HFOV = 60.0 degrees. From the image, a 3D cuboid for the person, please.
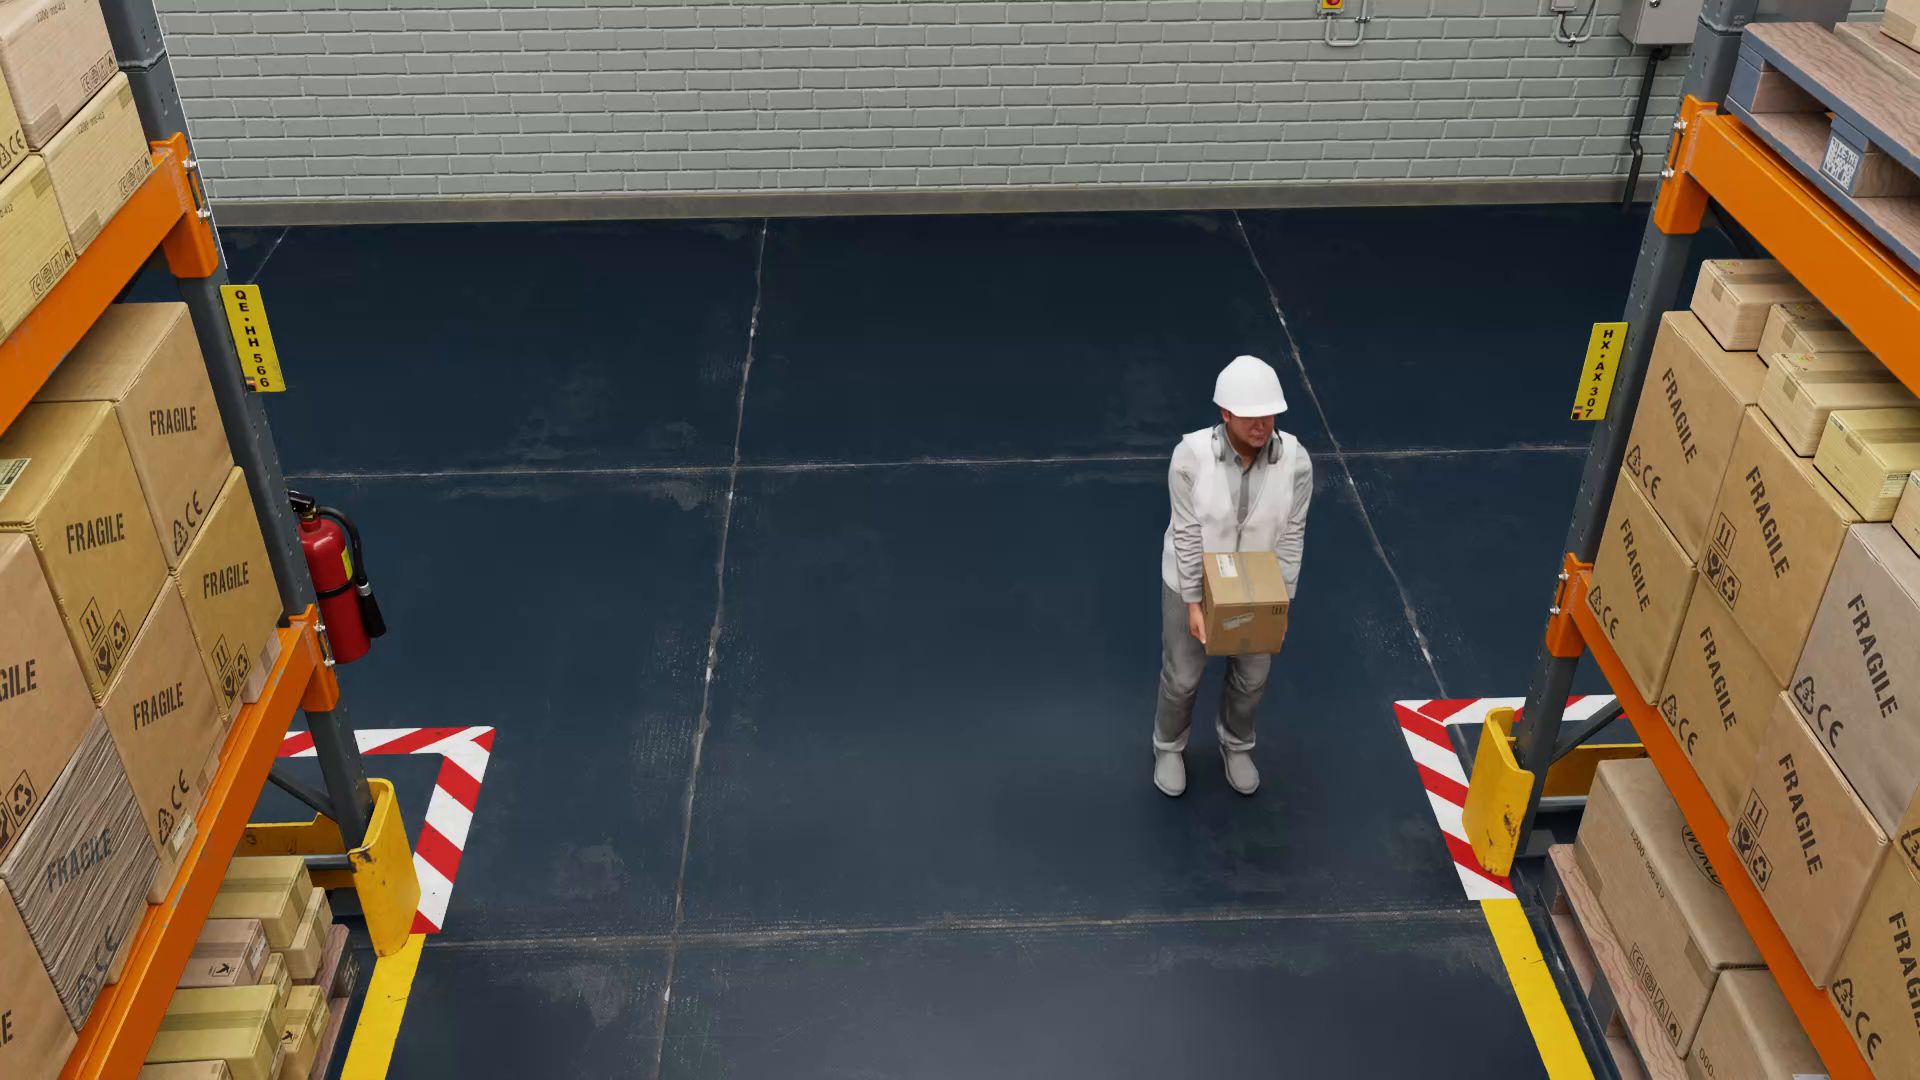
[{"bbox_3d":[0.958,0.197,5.845,0.495,1.772,0.552,-2,35,-3],"label":"person"}]
